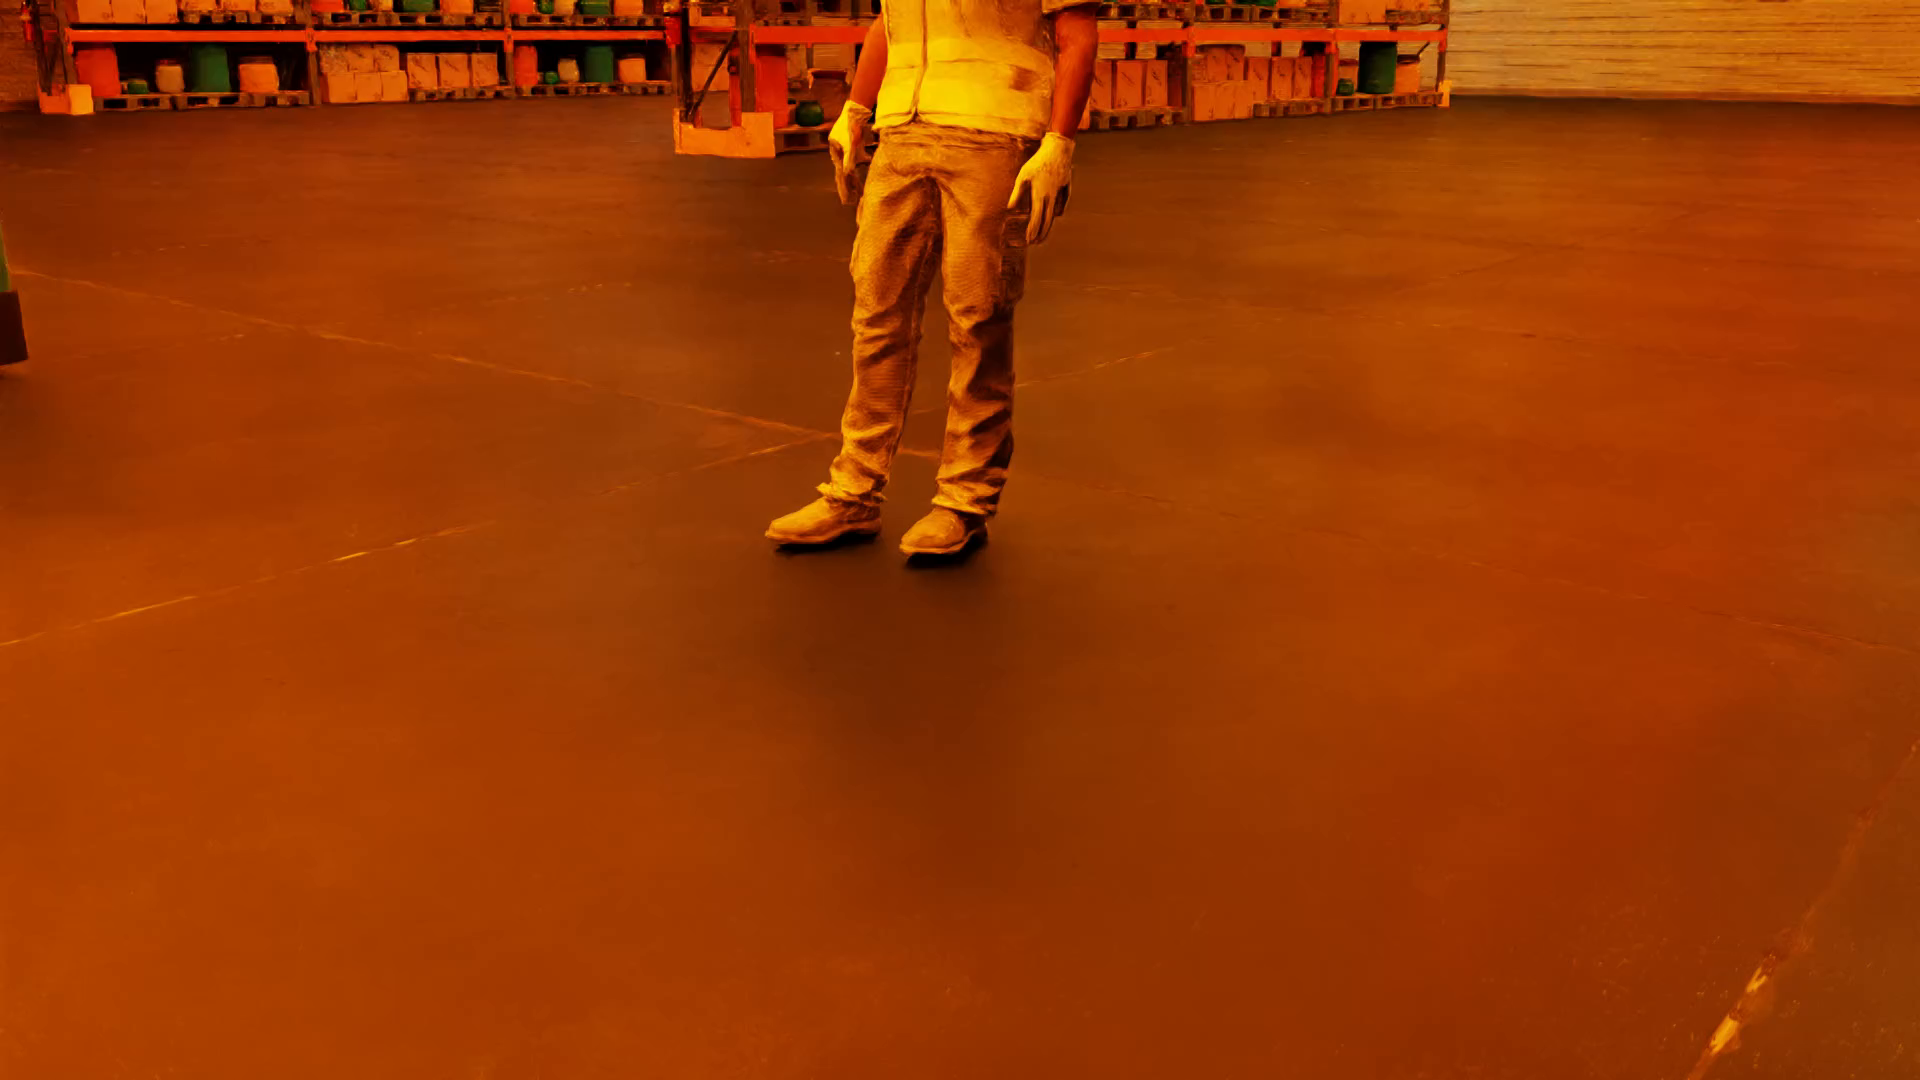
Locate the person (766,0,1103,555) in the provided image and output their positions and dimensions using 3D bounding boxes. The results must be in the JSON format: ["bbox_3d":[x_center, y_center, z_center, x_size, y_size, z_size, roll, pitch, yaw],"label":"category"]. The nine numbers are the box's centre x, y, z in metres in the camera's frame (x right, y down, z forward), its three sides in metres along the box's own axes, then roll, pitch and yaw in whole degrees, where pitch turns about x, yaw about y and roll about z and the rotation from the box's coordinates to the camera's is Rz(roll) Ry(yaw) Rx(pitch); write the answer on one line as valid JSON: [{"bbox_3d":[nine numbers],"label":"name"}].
[{"bbox_3d":[-0.052,-0.845,3.632,0.655,1.782,0.576,13,21,37],"label":"person"}]

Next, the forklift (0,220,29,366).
[{"bbox_3d":[-4.792,-1.994,5.463,3.031,2.935,1.130,7,18,21],"label":"forklift"}]
